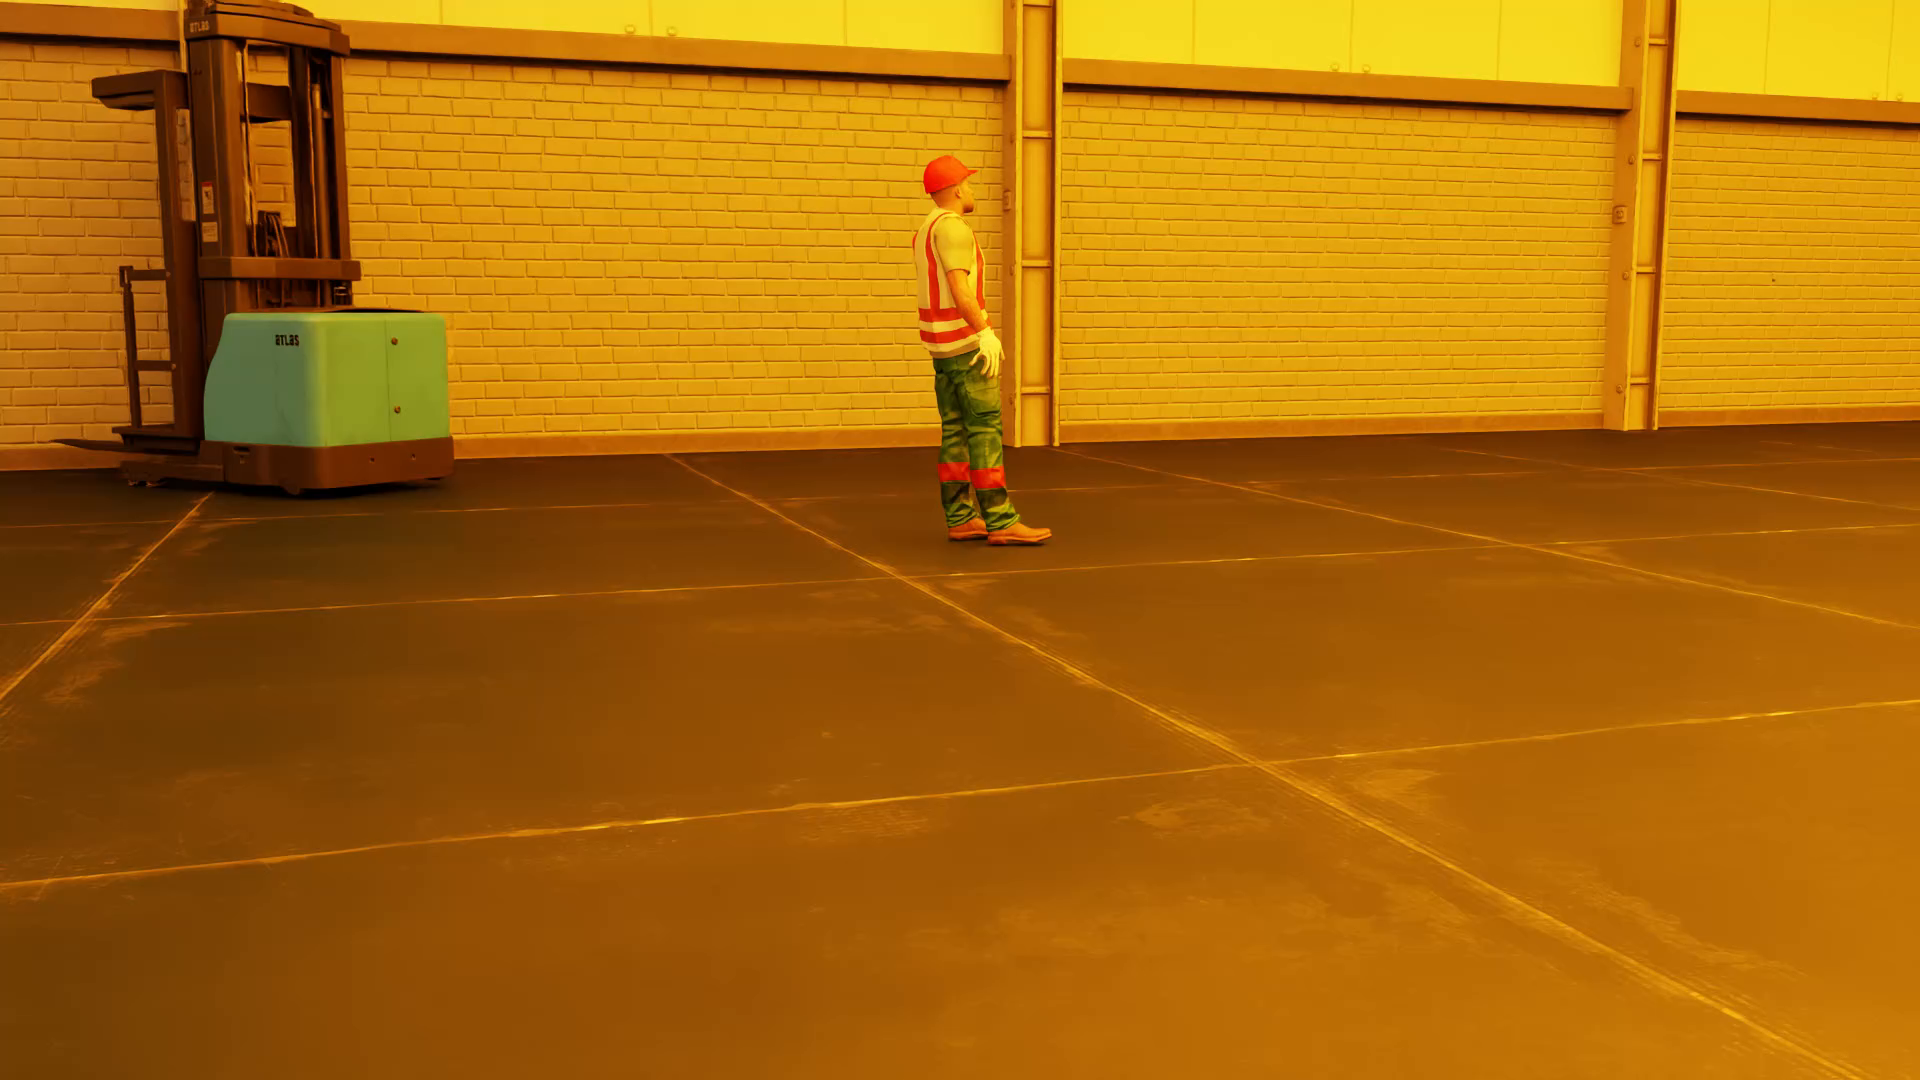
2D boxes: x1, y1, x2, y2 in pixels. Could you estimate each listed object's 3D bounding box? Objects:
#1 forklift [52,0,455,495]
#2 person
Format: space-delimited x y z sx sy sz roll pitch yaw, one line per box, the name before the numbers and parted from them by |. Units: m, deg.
forklift | -4.670 -1.835 10.545 3.031 2.935 1.130 5 9 32
person | 0.080 -0.896 7.816 0.564 1.787 0.637 -3 8 -18
